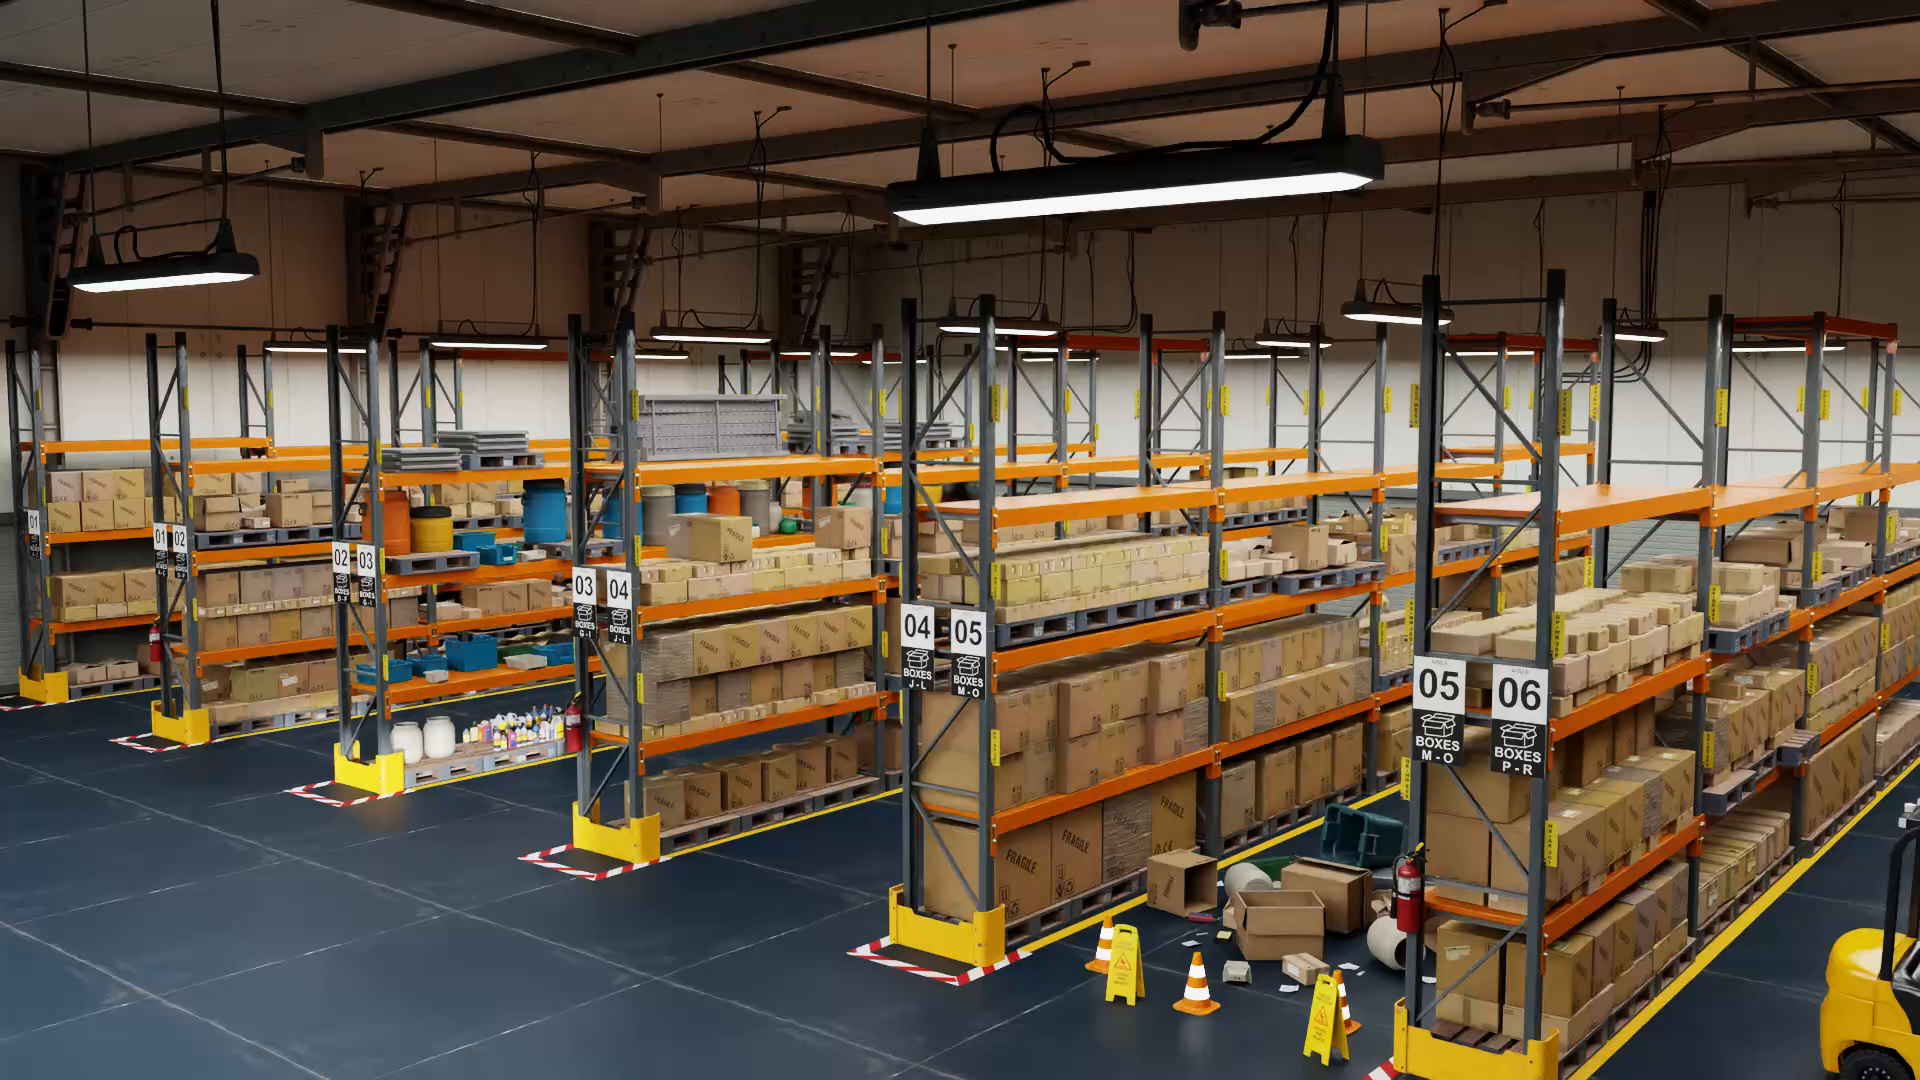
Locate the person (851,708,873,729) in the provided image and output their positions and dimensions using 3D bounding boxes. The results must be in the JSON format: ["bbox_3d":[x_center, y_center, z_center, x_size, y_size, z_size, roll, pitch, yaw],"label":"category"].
[{"bbox_3d":[-1.415,1.997,23.953,0.675,1.665,0.721,0,5,4],"label":"person"}]

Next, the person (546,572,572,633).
[{"bbox_3d":[-7.736,1.463,32.063,0.479,1.666,0.425,0,5,-5],"label":"person"}]

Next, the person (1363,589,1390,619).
[{"bbox_3d":[7.720,1.584,30.839,0.513,1.627,0.989,1,5,15],"label":"person"}]
